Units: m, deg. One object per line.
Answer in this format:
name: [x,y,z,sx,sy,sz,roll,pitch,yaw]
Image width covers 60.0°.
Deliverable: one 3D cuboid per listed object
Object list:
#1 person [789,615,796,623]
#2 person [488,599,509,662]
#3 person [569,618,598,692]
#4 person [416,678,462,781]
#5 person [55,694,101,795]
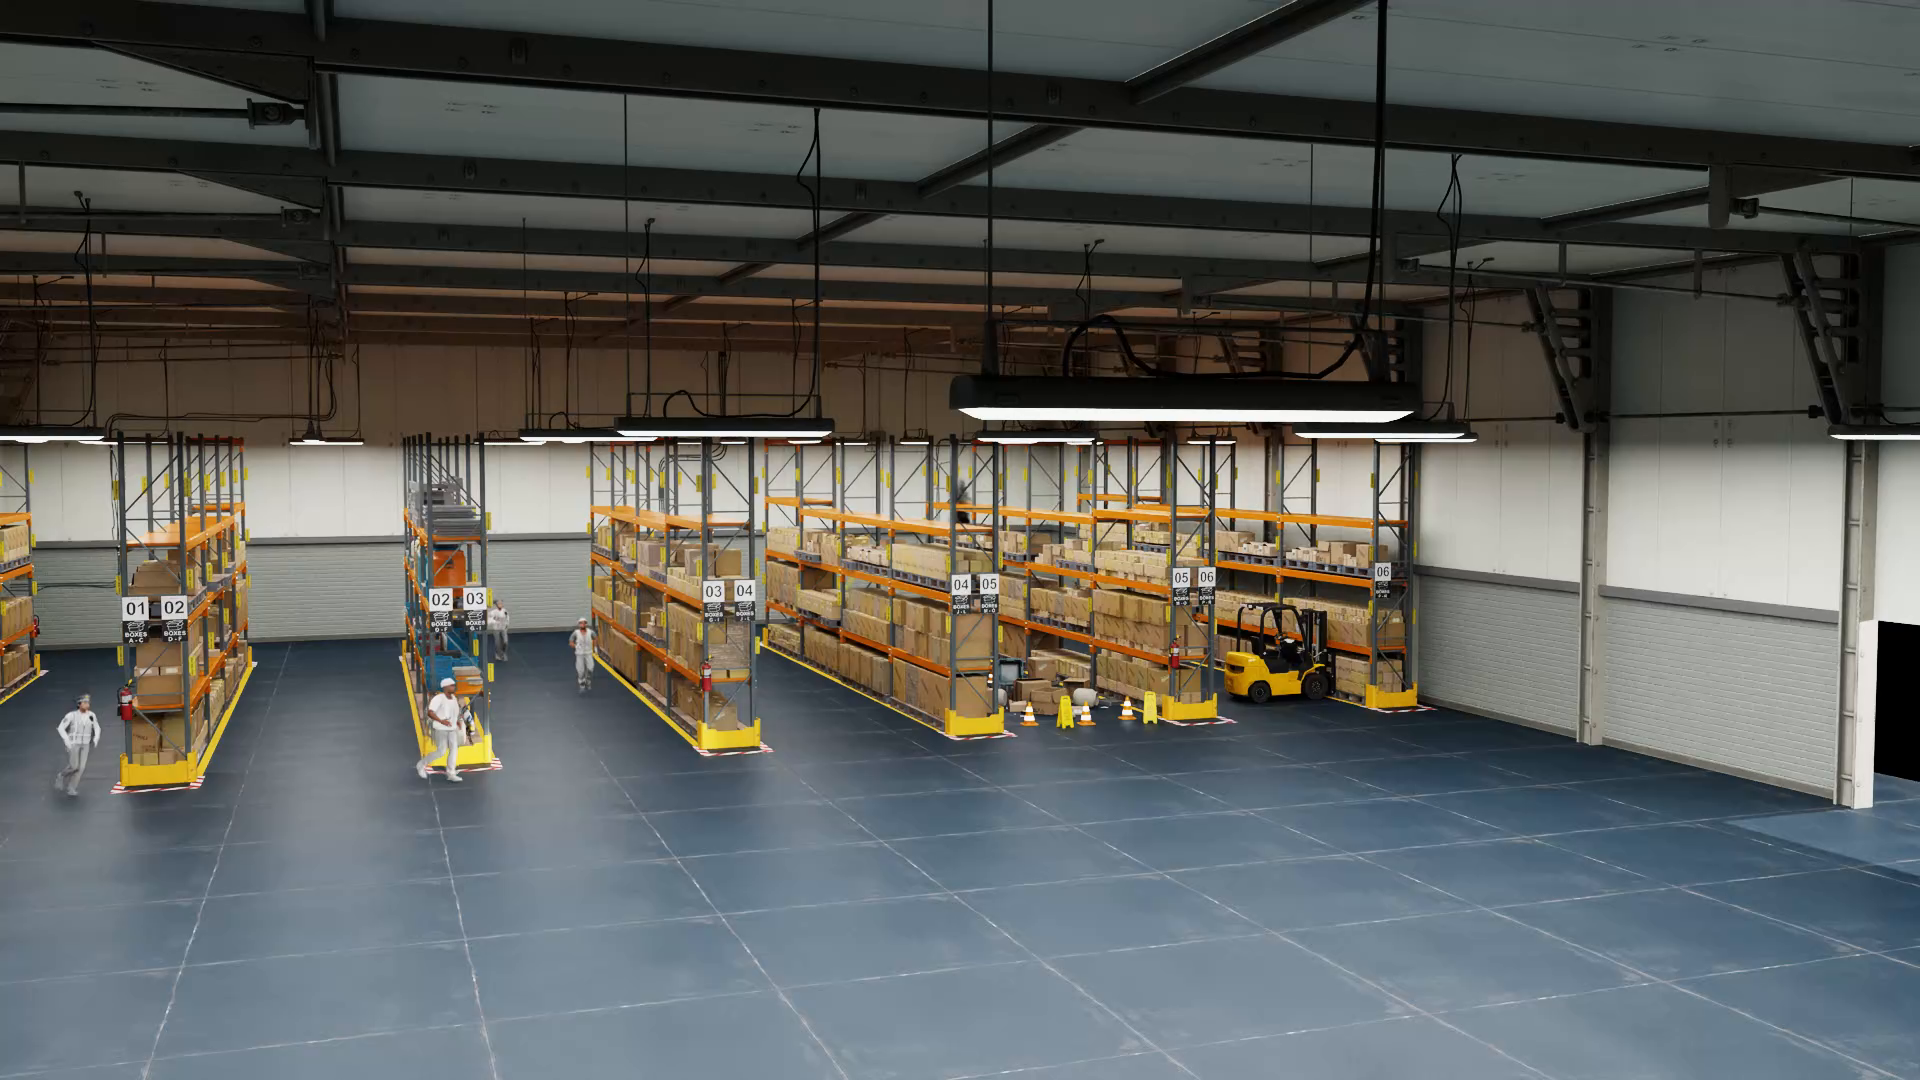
person: [-4.938,2.108,49.841,0.718,1.737,0.861,0,3,3]
person: [-12.310,2.432,44.470,0.602,1.728,0.708,-2,4,-30]
person: [-8.743,2.685,38.679,0.685,1.757,0.622,-1,3,-19]
person: [-8.868,3.255,28.689,0.843,1.739,0.751,1,3,19]
person: [-14.593,3.374,27.564,0.550,1.631,0.673,2,4,38]
